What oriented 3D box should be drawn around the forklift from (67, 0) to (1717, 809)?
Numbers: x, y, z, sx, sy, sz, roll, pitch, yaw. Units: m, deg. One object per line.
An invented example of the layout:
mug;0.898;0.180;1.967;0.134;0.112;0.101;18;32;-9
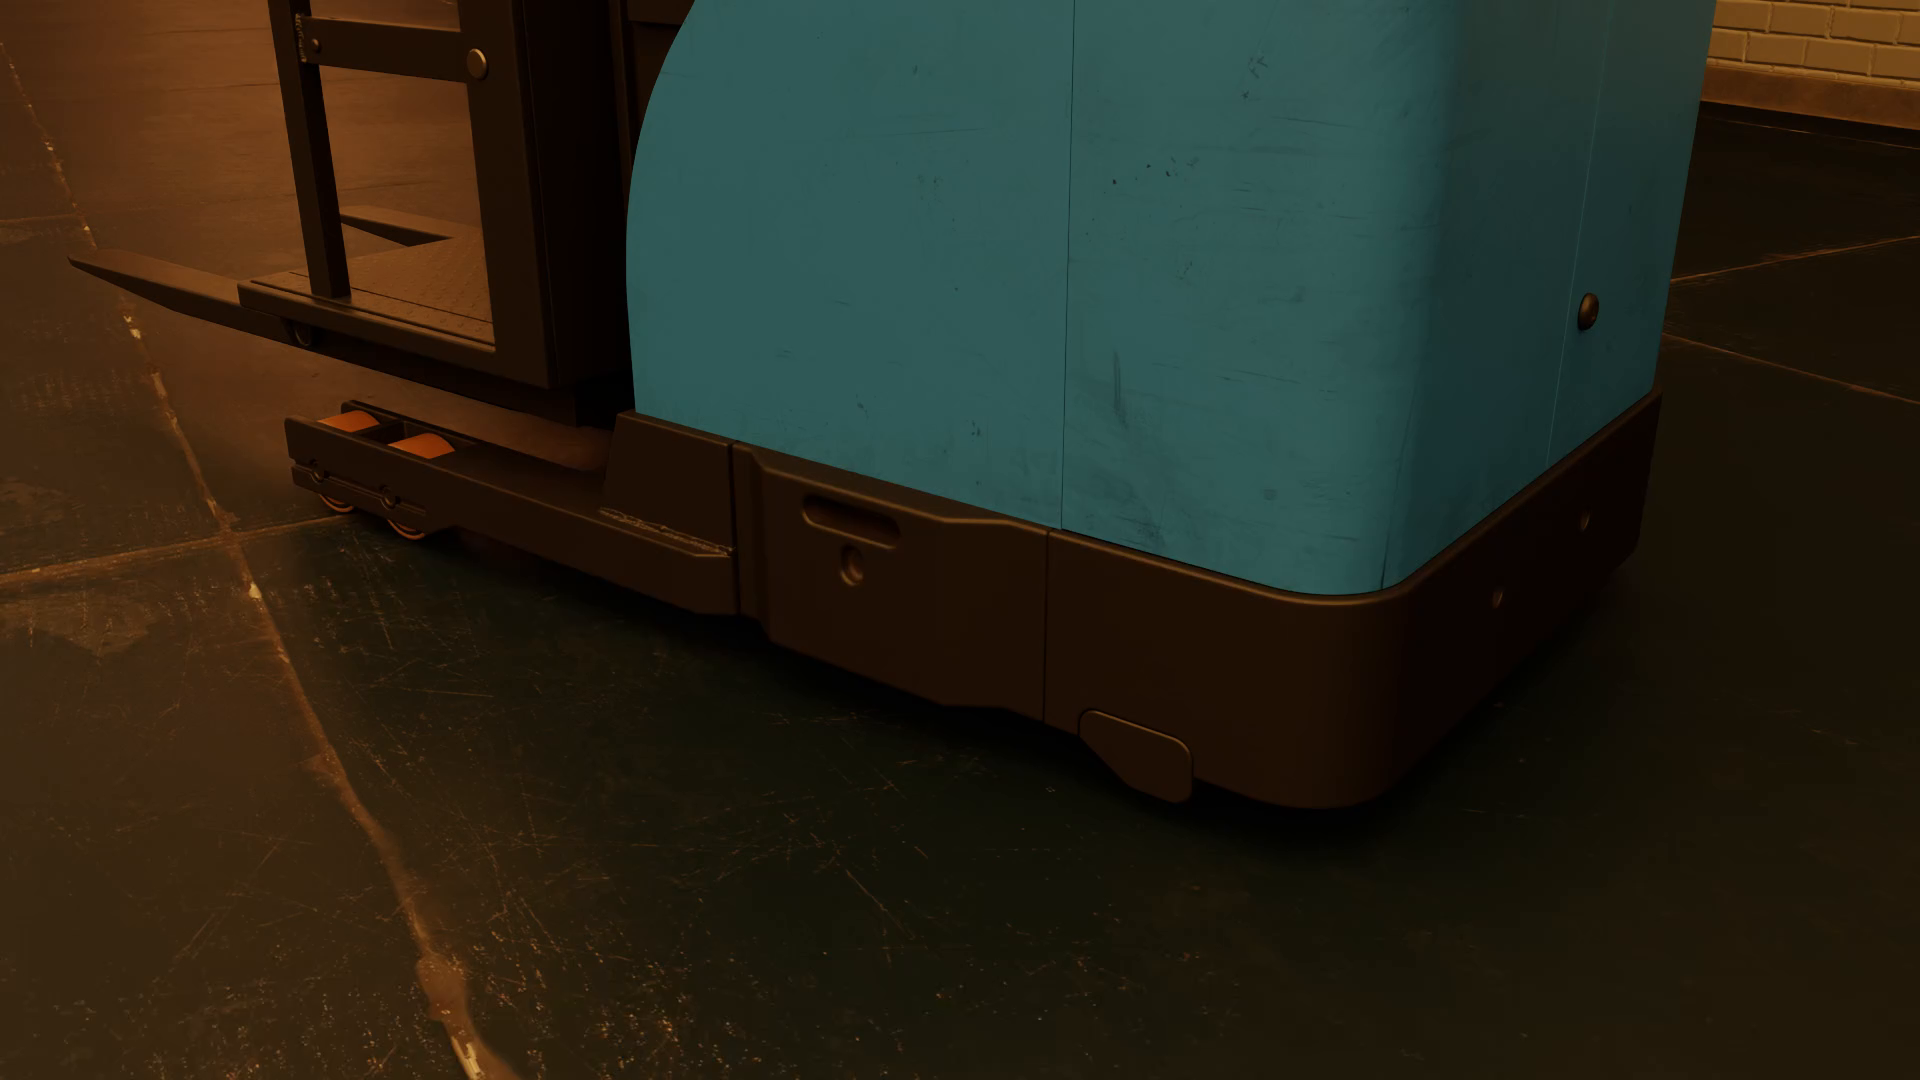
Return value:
forklift;-0.481;-1.497;2.422;3.031;2.935;1.130;16;27;34
